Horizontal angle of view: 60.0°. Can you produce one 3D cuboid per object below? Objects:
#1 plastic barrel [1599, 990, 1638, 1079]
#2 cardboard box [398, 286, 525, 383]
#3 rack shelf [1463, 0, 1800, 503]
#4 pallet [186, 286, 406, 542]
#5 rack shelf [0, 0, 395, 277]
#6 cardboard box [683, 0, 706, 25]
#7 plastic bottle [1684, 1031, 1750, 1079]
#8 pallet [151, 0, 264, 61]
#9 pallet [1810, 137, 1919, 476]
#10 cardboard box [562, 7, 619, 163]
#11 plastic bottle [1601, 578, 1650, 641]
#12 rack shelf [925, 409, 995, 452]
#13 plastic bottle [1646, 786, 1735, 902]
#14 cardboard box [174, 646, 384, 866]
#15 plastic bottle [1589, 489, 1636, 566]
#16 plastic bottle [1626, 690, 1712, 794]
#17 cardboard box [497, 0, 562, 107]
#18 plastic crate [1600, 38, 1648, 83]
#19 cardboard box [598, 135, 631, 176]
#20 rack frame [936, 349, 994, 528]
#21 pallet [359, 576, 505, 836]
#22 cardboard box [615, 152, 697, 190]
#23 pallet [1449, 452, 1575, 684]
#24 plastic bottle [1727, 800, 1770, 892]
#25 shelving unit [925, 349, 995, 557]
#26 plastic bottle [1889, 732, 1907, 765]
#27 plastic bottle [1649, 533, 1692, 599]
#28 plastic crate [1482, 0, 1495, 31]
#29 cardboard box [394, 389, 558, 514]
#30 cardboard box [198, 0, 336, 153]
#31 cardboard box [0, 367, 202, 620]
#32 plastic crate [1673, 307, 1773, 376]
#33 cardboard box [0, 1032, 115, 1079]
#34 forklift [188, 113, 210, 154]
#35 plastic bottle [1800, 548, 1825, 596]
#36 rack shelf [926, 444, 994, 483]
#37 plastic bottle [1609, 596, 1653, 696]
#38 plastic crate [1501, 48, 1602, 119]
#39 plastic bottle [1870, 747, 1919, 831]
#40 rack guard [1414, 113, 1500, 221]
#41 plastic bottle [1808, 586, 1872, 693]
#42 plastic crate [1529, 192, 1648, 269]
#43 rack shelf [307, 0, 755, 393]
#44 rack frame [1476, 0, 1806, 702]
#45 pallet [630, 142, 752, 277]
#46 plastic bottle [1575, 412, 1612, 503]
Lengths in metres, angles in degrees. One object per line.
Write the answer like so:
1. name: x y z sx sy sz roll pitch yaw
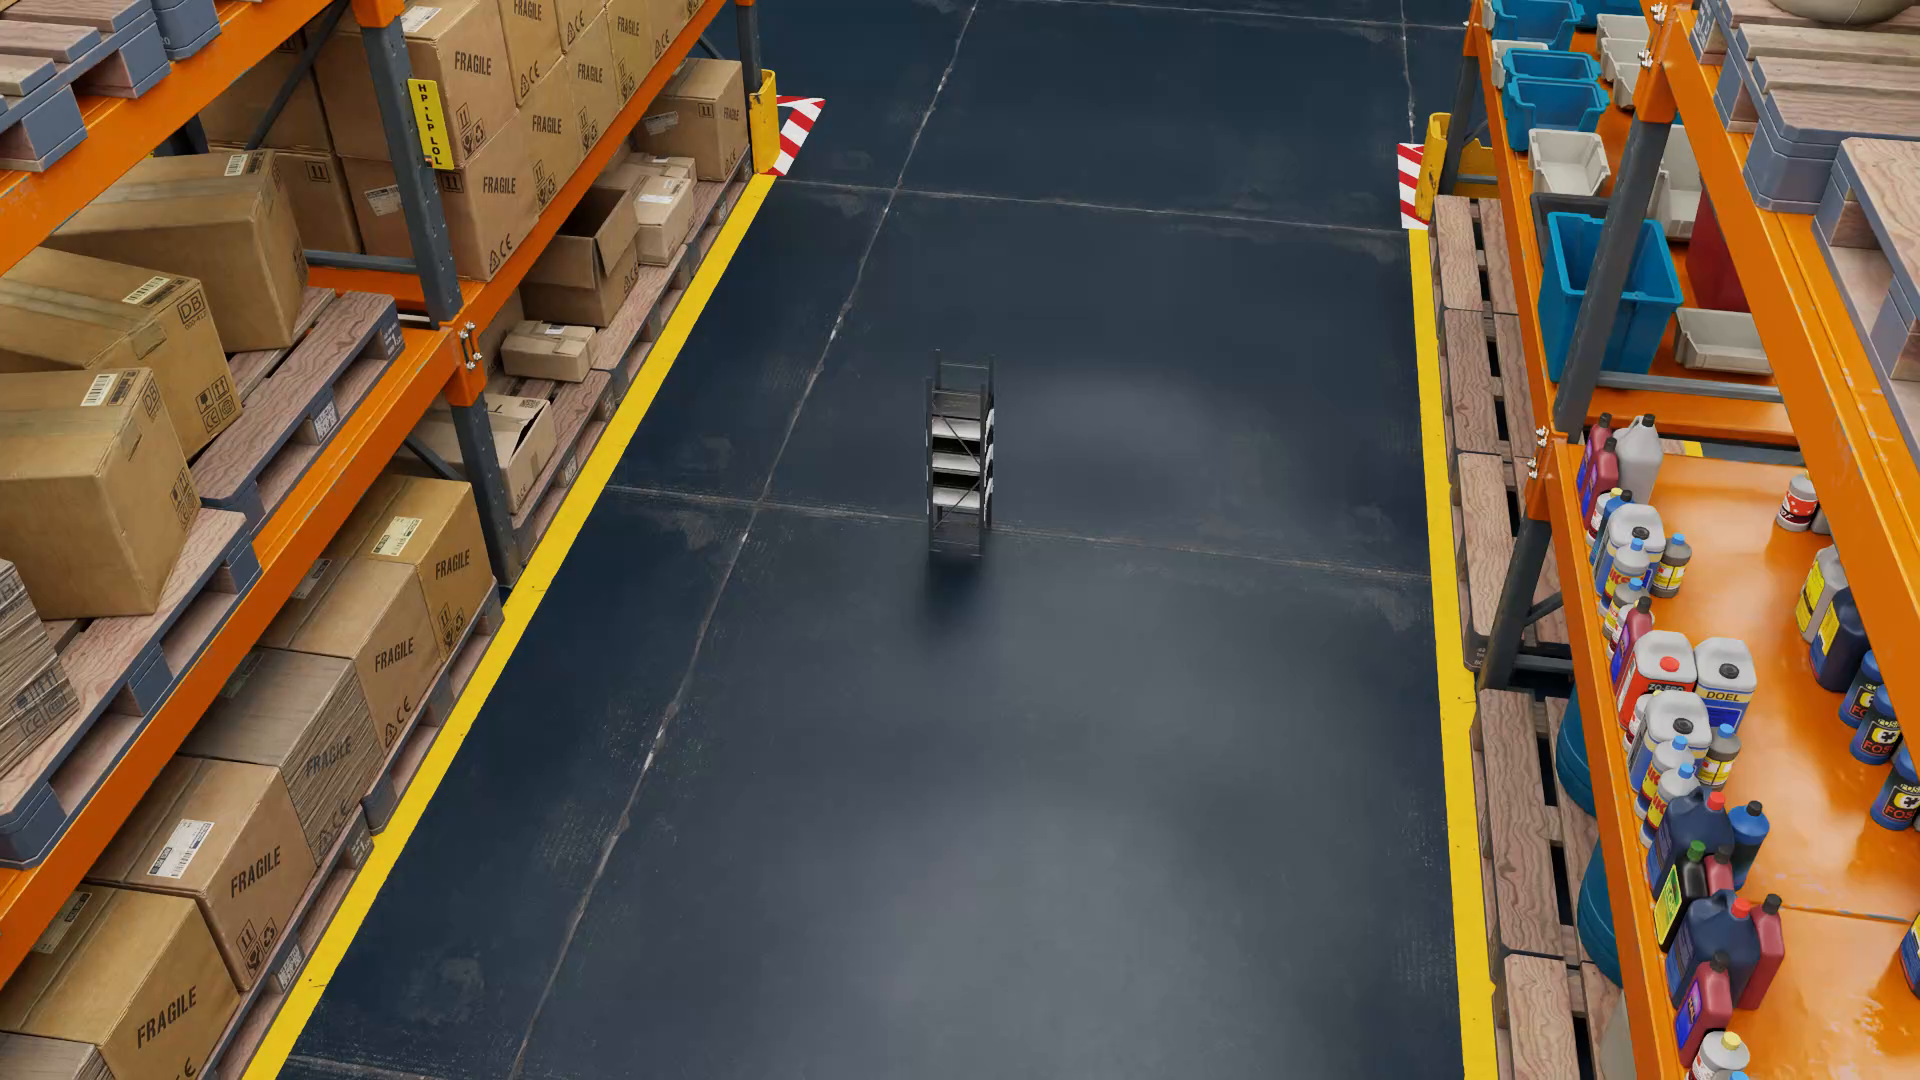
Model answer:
1. plastic barrel: 2.095 1.437 4.781 0.421 0.512 0.421 0 40 0
2. cardboard box: -2.414 -1.030 7.907 0.500 0.311 0.500 6 40 8
3. rack shelf: 2.861 -1.467 7.235 1.077 0.370 4.000 6 40 8
4. pallet: -2.609 -0.474 5.620 1.003 0.211 1.213 6 40 8
5. rack shelf: -2.709 -0.661 3.906 1.077 0.370 4.000 6 40 8
6. cardboard box: -1.567 -2.949 8.385 0.500 0.500 0.500 7 40 8
7. plastic bottle: 1.668 1.154 3.656 0.097 0.201 0.097 0 40 0
8. pallet: -2.545 -1.719 4.769 1.213 0.211 1.003 6 40 8
9. pallet: 2.282 -0.357 3.122 1.003 0.211 1.213 6 40 8
10. cardboard box: -1.832 -2.001 7.238 0.500 0.500 0.500 6 40 7
11. plastic bottle: 1.932 0.197 4.814 0.097 0.201 0.097 0 40 0
12. rack shelf: 0.001 -0.465 6.876 0.258 0.077 0.200 6 40 8
13. plastic bottle: 1.794 0.727 4.055 0.144 0.351 0.185 6 40 8
14. cardboard box: -2.347 0.722 5.640 0.500 0.500 0.500 7 40 8
15. plastic bottle: 1.989 -0.037 5.042 0.097 0.271 0.097 0 40 0
16. plastic bottle: 1.859 0.534 4.347 0.152 0.276 0.135 6 40 8
17. cardboard box: -1.916 -2.050 6.512 0.500 0.500 0.500 5 40 6
18. plastic crate: 3.180 -2.209 7.727 0.396 0.136 0.243 6 40 8
19. cardboard box: -2.131 -2.034 9.169 0.500 0.250 0.500 6 40 8
20. rack frame: 0.019 -0.416 7.047 0.240 0.900 0.006 6 40 8
21. pallet: -2.467 0.552 6.417 1.003 0.211 1.213 6 40 8
22. cardboard box: -1.681 -2.013 9.209 0.380 0.166 0.250 6 40 8
23. pallet: 2.604 0.120 6.939 1.003 0.211 1.213 6 40 8
24. plastic bottle: 1.920 0.744 4.097 0.097 0.271 0.097 0 40 0
25. shelving unit: 0.001 -0.352 6.969 0.258 0.900 0.210 6 40 8
26. plastic bottle: 2.591 0.472 4.422 0.152 0.276 0.135 6 40 8
27. plastic bottle: 2.122 0.068 4.970 0.097 0.201 0.097 0 40 0
28. plastic crate: 2.703 -2.610 8.212 0.250 0.136 0.298 6 40 8
29. cardboard box: -2.078 -0.410 7.157 0.500 0.311 0.500 6 40 8
30. cardboard box: -2.531 -1.807 6.219 0.500 0.500 0.500 7 40 8
31. cardboard box: -2.608 -0.122 4.636 0.700 0.500 0.500 -3 40 -4
32. plastic crate: 2.736 -0.687 5.886 0.396 0.136 0.243 6 40 8
33. cardboard box: -2.610 1.683 4.476 0.500 0.500 0.500 5 40 6
34. forklift: -4.193 -3.286 8.925 1.130 2.935 3.031 9 40 10
35. plastic bottle: 2.576 0.098 4.933 0.097 0.201 0.097 0 40 0
36. rack shelf: 0.001 -0.326 6.991 0.258 0.077 0.200 6 40 8
37. plastic bottle: 1.877 0.297 4.629 0.061 0.283 0.133 6 40 8
38. plastic crate: 2.612 -2.013 7.415 0.416 0.233 0.300 6 40 8
39. plastic bottle: 2.425 0.617 4.250 0.097 0.271 0.097 0 40 0
40. rack guard: 3.198 -2.052 9.340 1.175 0.500 0.348 6 40 8
41. plastic bottle: 2.504 0.243 4.641 0.144 0.351 0.185 6 40 8
42. plastic crate: 2.444 -1.138 6.441 0.437 0.125 0.590 6 40 8
43. rack shelf: -2.017 -2.015 7.898 1.077 0.370 4.000 6 40 8
44. rack frame: 2.515 -0.489 5.487 1.000 3.000 0.127 6 40 8
45. pallet: -1.821 -1.925 9.413 1.003 0.211 1.213 6 40 8
46. plastic bottle: 2.031 -0.261 5.303 0.061 0.283 0.133 6 40 8
